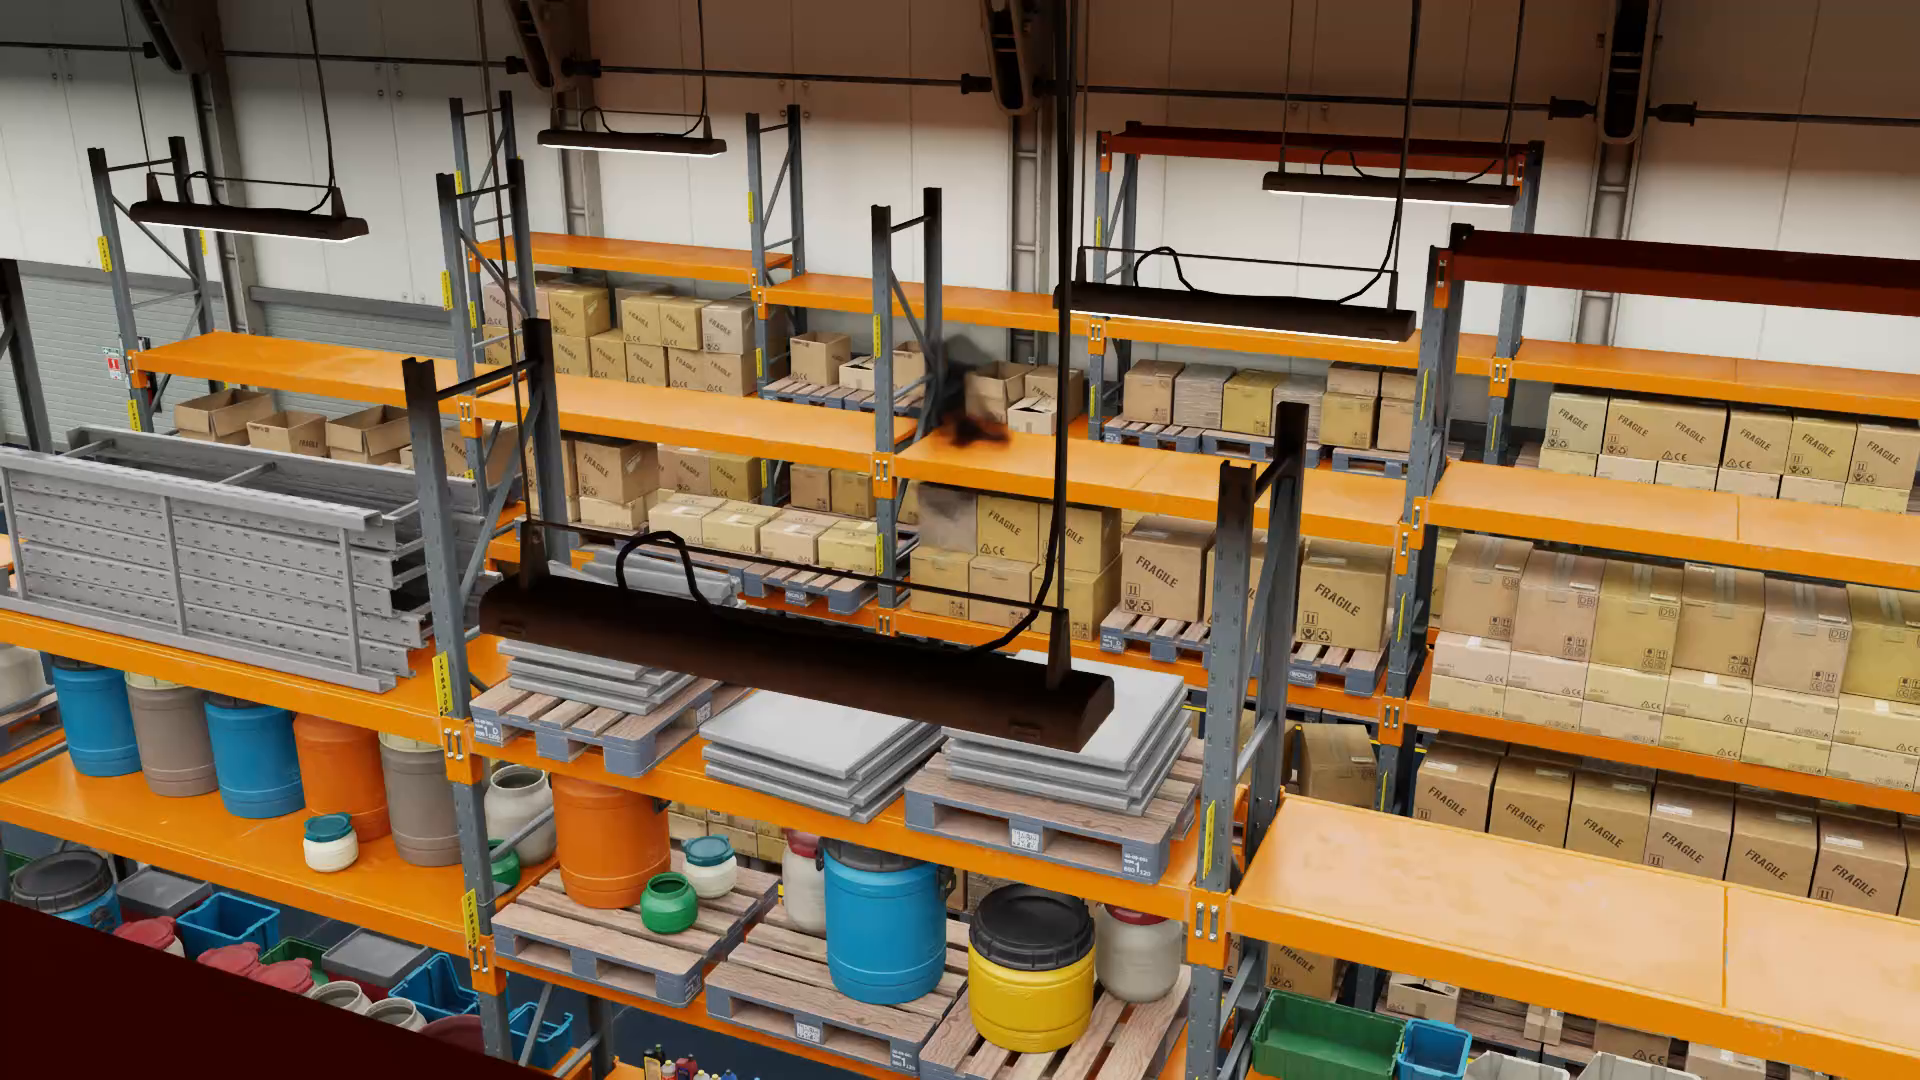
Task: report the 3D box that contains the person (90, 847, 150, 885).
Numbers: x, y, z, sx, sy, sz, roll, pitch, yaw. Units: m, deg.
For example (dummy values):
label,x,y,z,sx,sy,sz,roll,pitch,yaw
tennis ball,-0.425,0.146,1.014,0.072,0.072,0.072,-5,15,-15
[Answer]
label,x,y,z,sx,sy,sz,roll,pitch,yaw
person,-6.952,2.412,13.775,0.899,1.783,0.656,8,22,20
